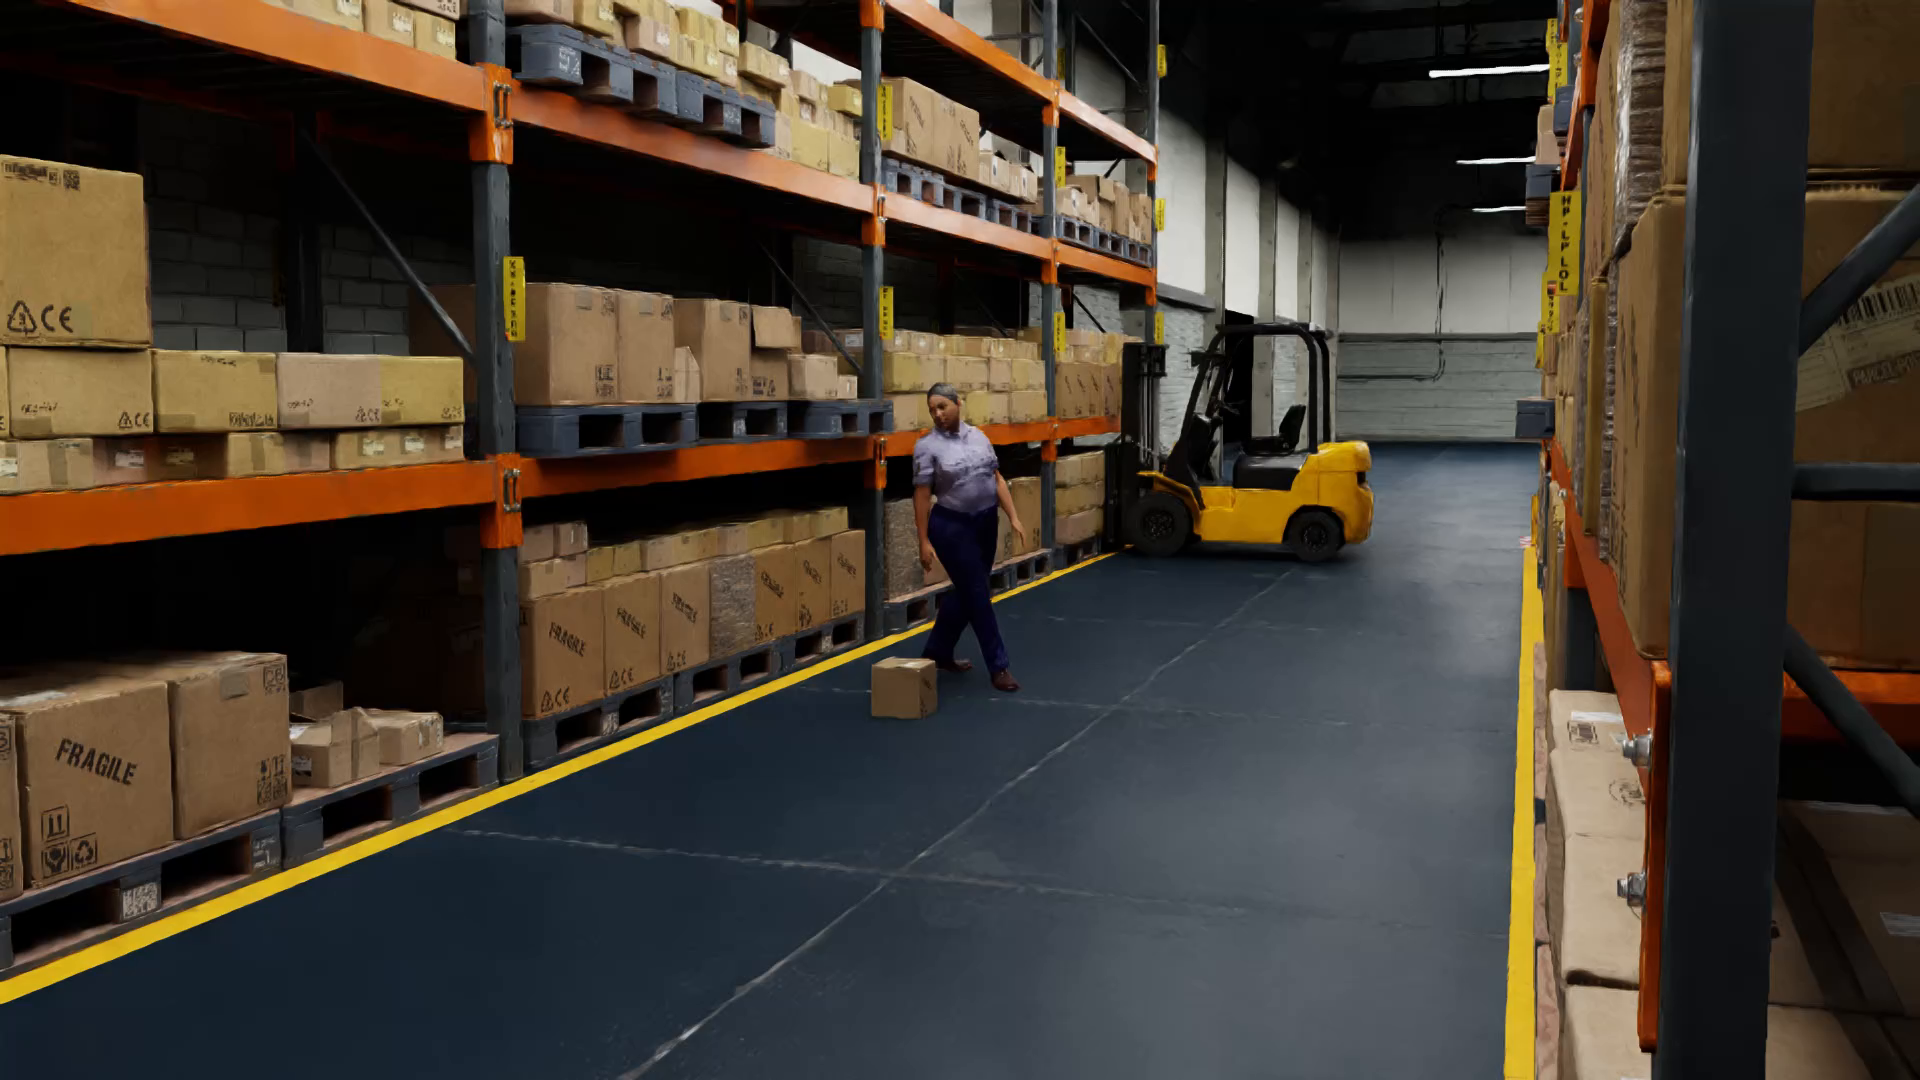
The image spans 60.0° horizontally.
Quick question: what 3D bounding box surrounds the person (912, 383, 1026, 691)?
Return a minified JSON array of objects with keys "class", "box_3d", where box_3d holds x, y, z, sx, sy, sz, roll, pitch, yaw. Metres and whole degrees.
[{"class":"person","box_3d":[0.019,-0.014,8.813,0.669,1.597,0.528,4,7,40]}]
